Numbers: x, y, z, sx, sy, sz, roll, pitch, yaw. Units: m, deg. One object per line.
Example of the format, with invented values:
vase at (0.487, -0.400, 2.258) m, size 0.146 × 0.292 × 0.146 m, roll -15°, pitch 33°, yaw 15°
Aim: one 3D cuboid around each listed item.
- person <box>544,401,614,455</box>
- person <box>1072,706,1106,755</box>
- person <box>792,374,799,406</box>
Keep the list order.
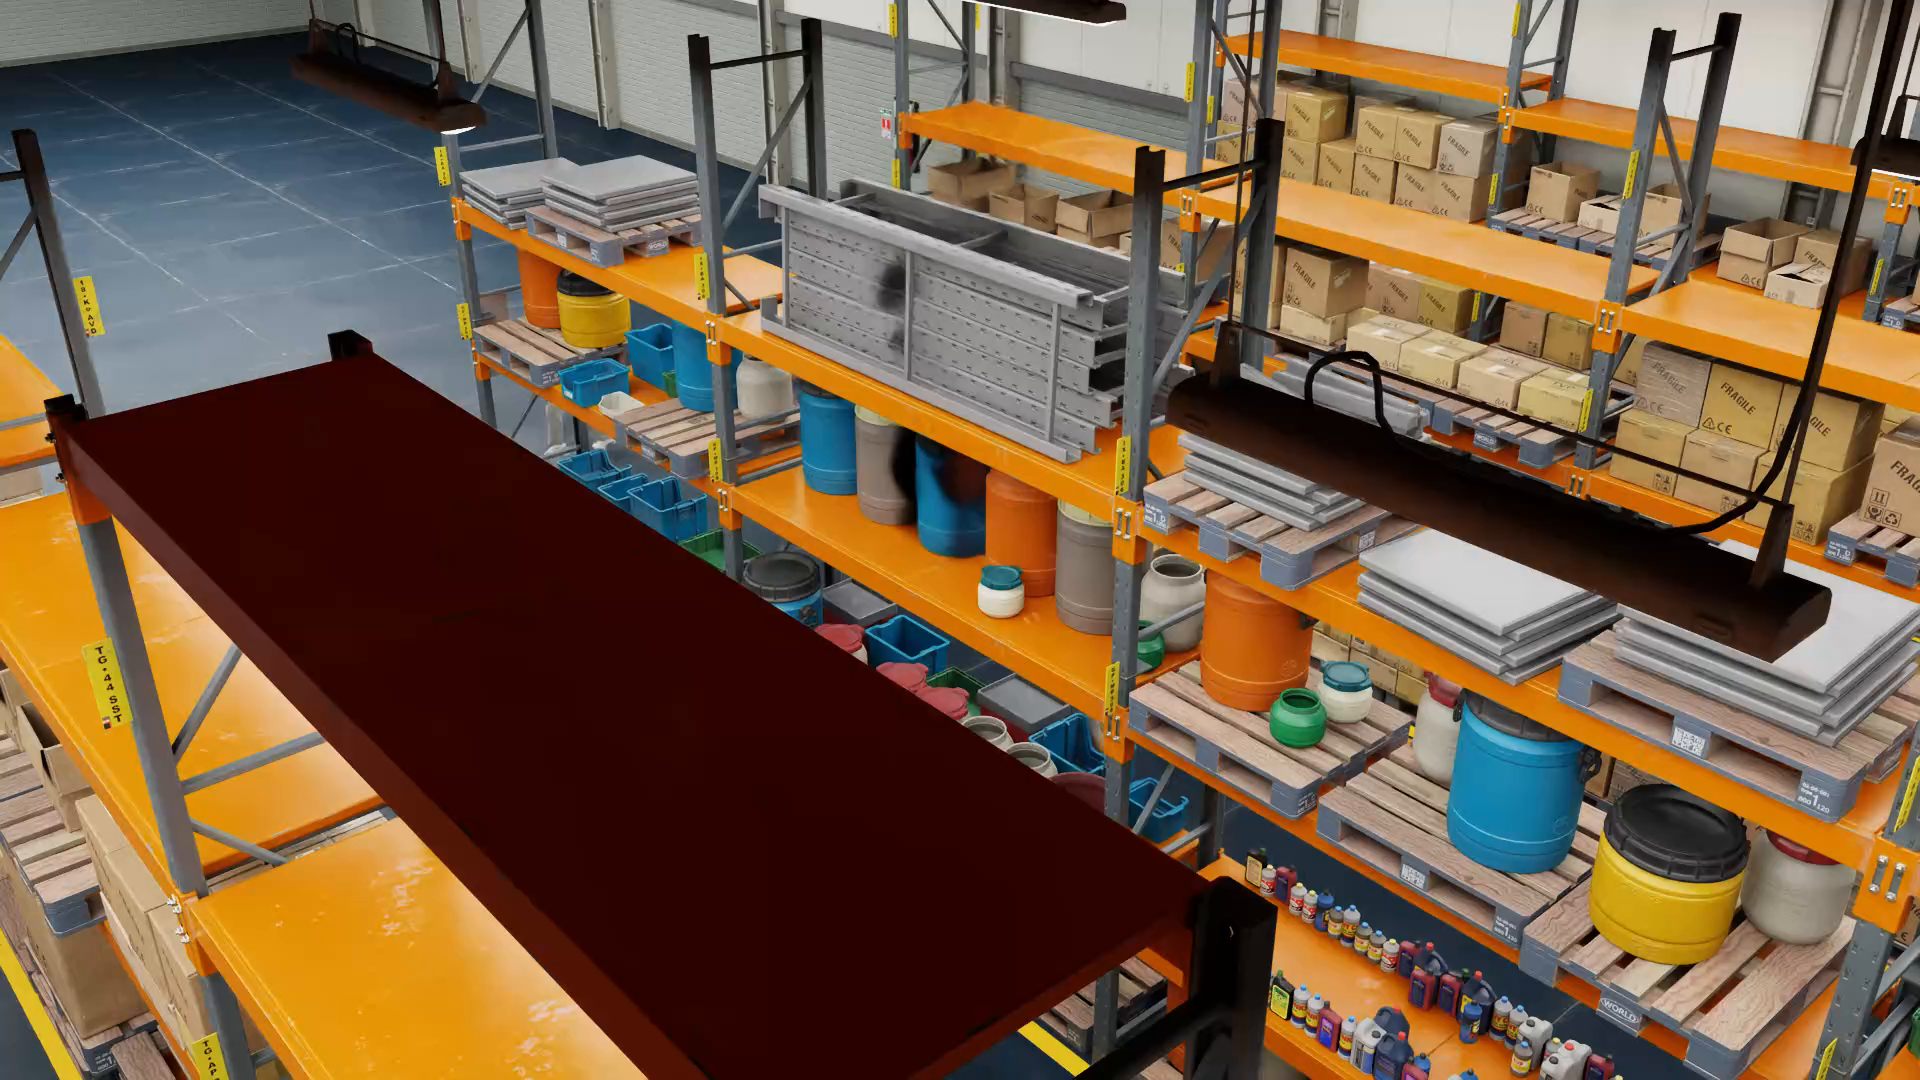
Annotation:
person at (-4.484, -1.754, 19.209) m, size 0.880 × 1.709 × 0.494 m, roll -9°, pitch 28°, yaw -18°
person at (0.959, 1.021, 13.193) m, size 0.504 × 1.672 × 0.673 m, roll -24°, pitch 35°, yaw -38°
person at (-1.848, -2.115, 19.899) m, size 0.849 × 1.692 × 0.582 m, roll -1°, pitch 27°, yaw -2°
